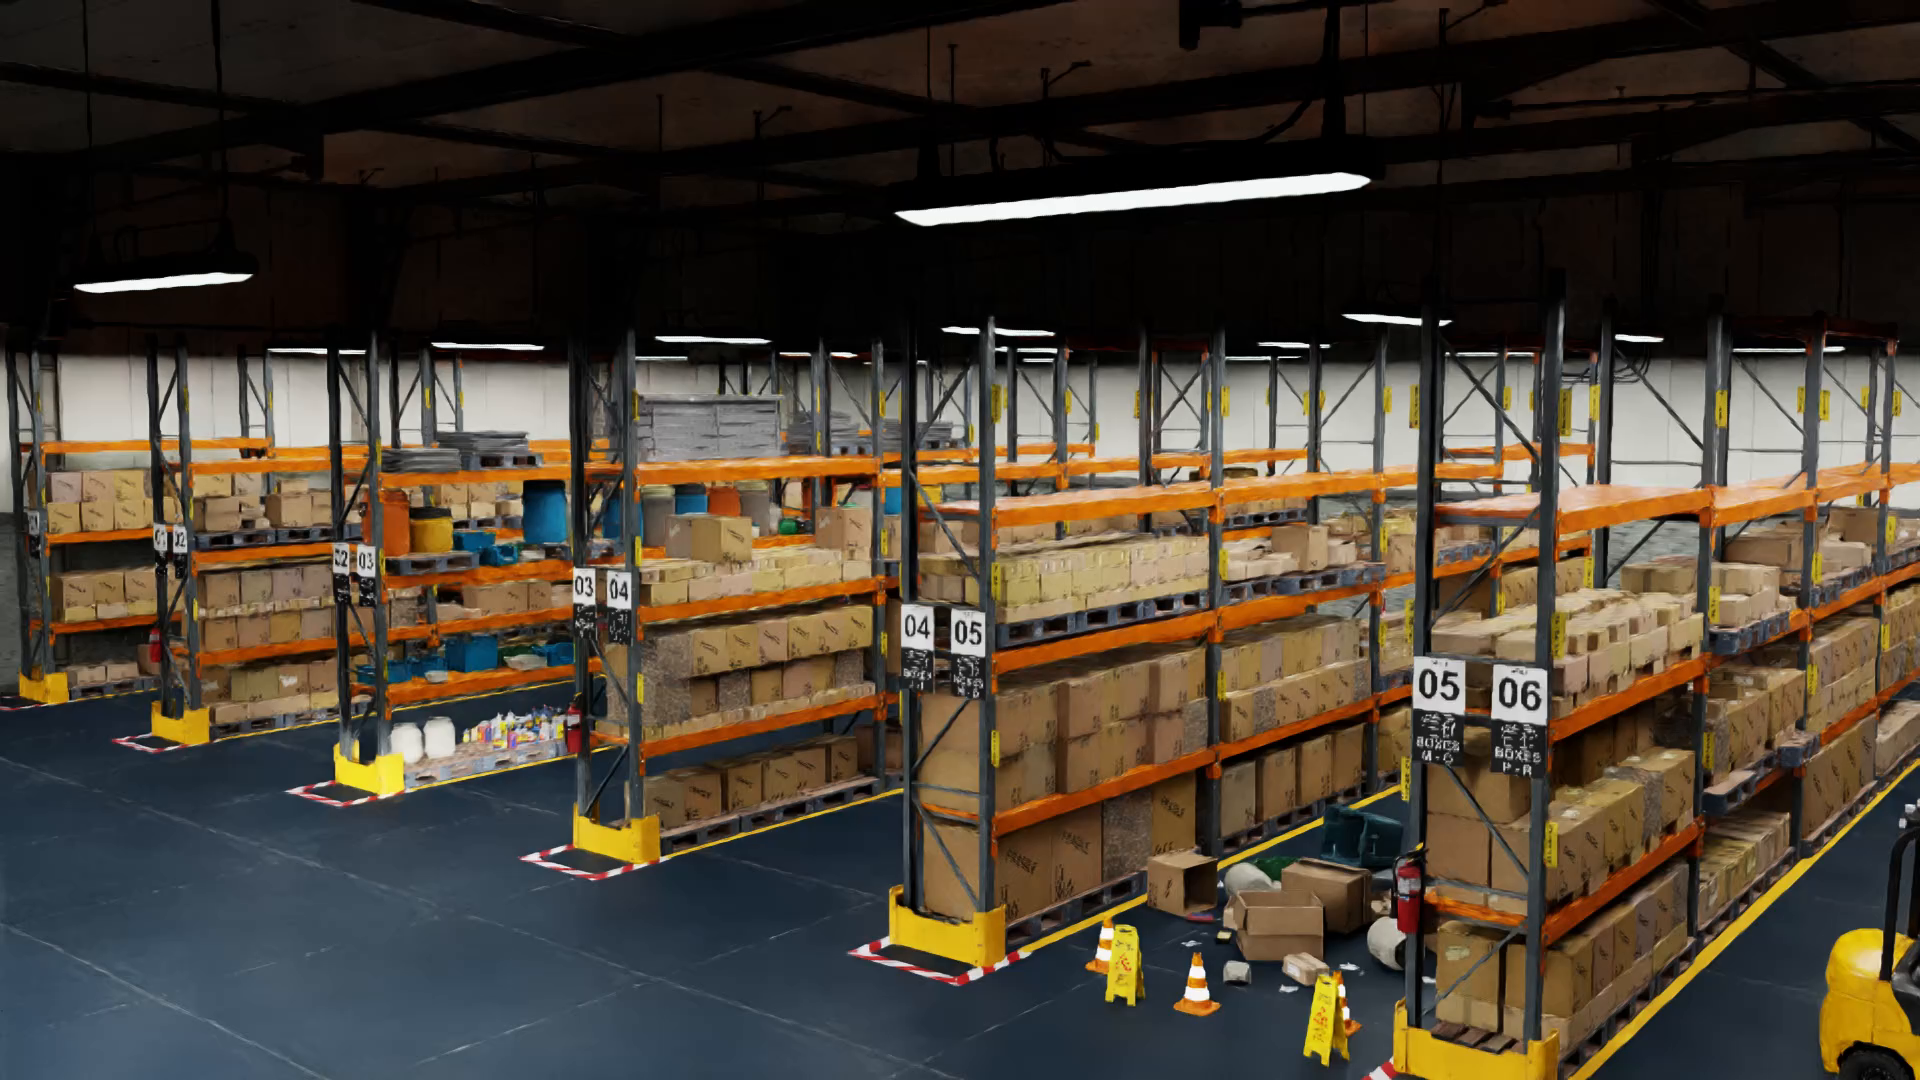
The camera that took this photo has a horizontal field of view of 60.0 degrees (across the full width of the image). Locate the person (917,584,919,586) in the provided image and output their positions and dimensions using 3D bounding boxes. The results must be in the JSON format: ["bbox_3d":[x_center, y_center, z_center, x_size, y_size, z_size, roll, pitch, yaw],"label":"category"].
[{"bbox_3d":[-0.811,1.082,35.512,0.629,1.774,0.496,-5,7,-42],"label":"person"}]

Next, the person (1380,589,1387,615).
[{"bbox_3d":[7.854,1.491,31.055,0.524,1.786,0.740,1,5,8],"label":"person"}]
